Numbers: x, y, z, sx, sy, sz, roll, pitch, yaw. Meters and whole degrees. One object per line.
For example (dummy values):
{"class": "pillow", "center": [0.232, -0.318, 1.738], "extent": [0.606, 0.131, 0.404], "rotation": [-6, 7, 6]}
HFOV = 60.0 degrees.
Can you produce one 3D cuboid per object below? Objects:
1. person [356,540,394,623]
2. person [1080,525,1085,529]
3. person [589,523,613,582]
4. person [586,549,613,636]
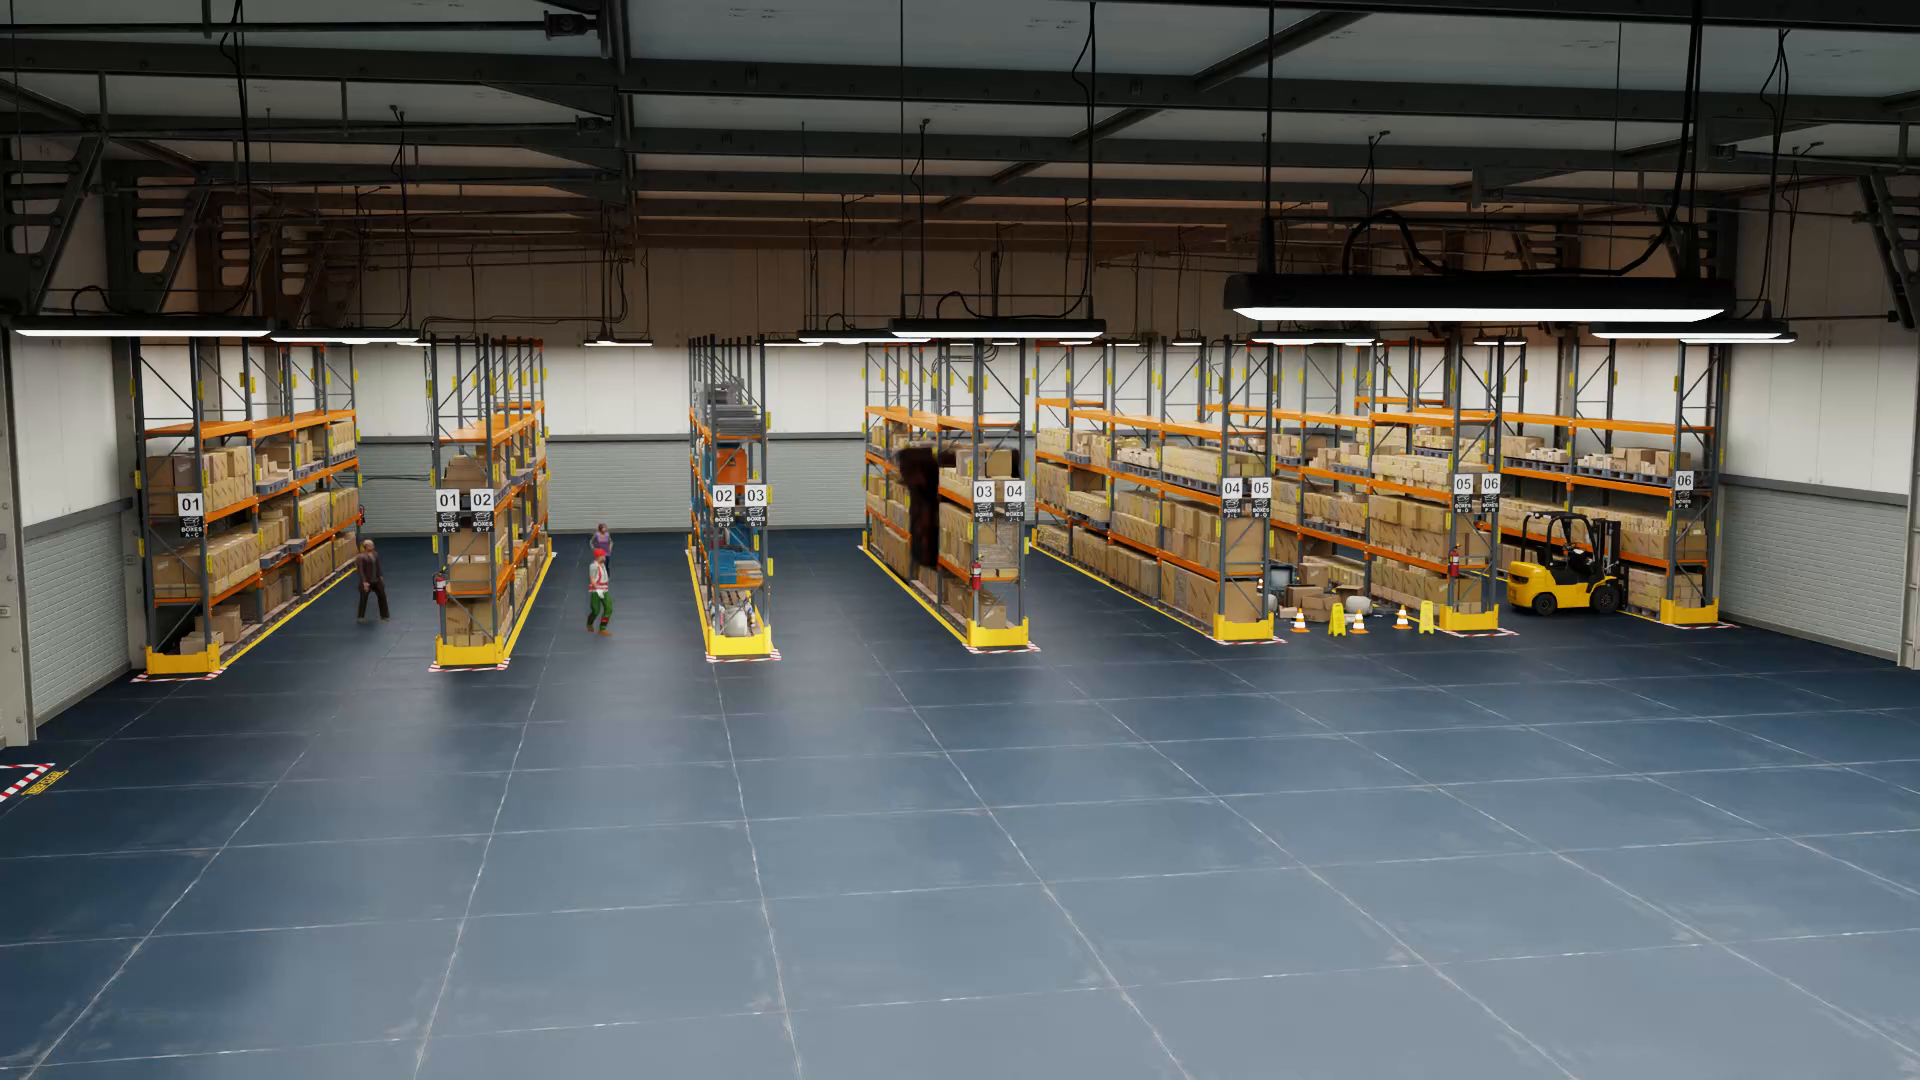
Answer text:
{"class": "person", "center": [-12.339, 0.894, 34.882], "extent": [0.662, 1.833, 0.715], "rotation": [6, 9, 41]}
{"class": "person", "center": [3.910, -0.849, 50.209], "extent": [0.735, 1.626, 0.521], "rotation": [-2, 7, -17]}
{"class": "person", "center": [-8.644, 0.373, 40.079], "extent": [0.552, 1.588, 0.648], "rotation": [-1, 7, -6]}
{"class": "person", "center": [-7.238, 1.041, 33.392], "extent": [0.724, 1.741, 0.602], "rotation": [5, 8, 36]}
